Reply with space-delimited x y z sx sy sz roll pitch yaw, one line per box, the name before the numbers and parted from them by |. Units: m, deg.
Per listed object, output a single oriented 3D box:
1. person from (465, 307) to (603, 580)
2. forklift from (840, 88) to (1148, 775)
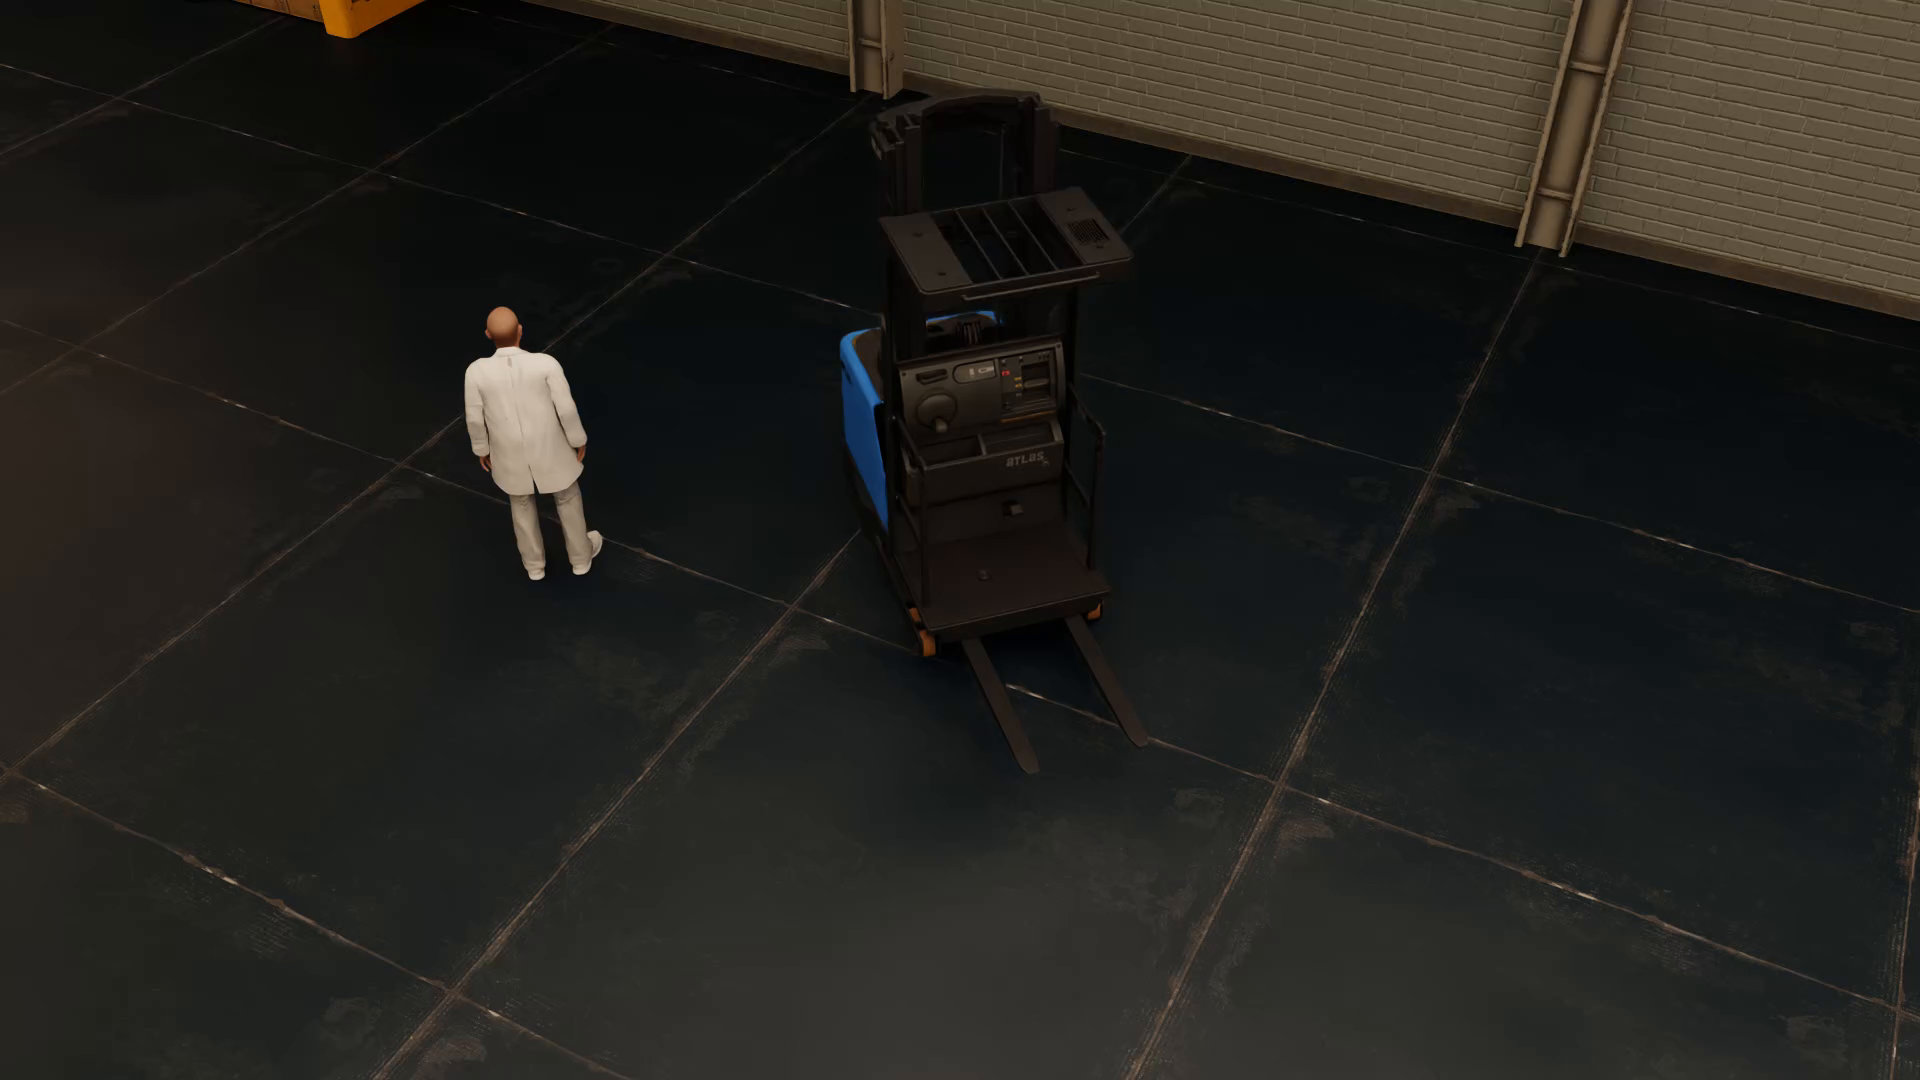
person | -2.459 -0.538 9.525 0.647 1.772 0.430 -5 40 -6
forklift | 0.195 -0.748 8.874 1.130 2.935 3.031 -12 42 -14
